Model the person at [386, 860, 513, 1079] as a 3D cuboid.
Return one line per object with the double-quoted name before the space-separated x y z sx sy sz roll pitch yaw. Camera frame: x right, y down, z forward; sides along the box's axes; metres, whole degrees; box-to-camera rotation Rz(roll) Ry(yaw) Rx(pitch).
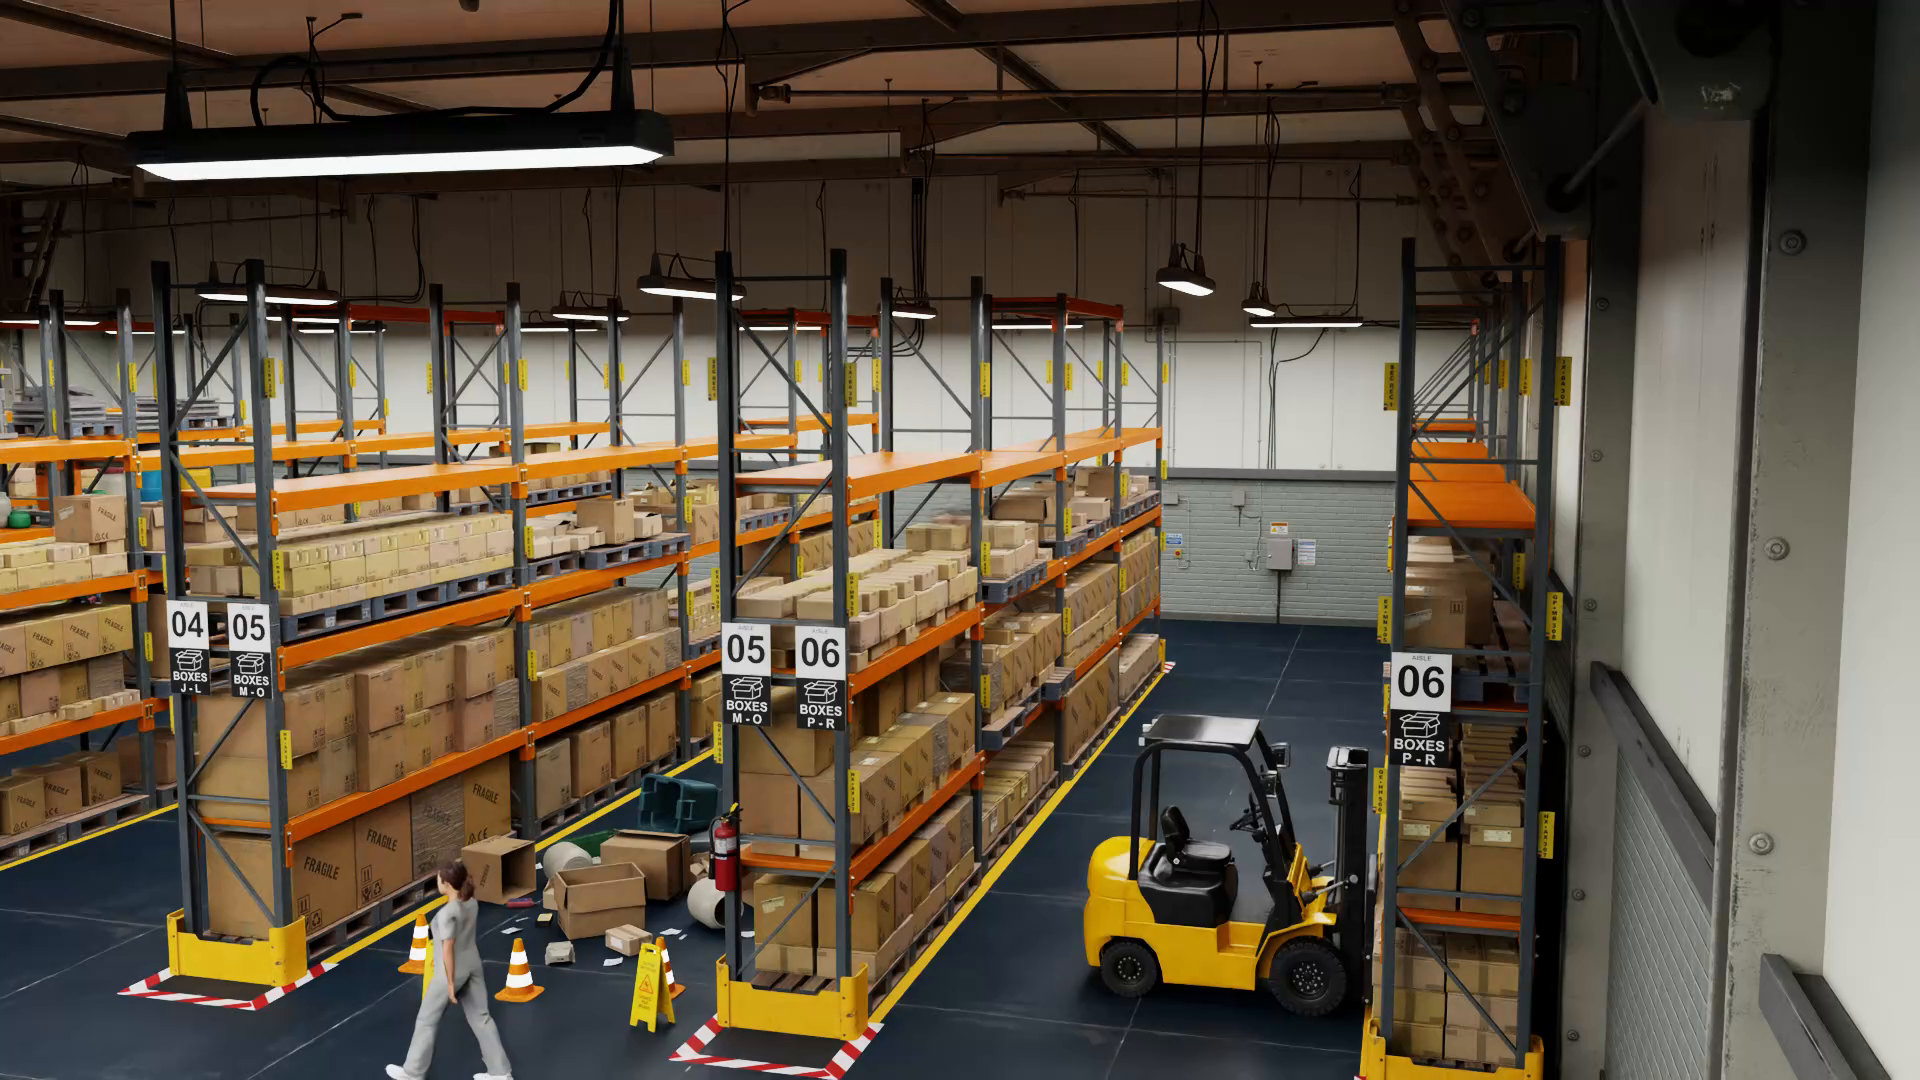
"person" -3.640 3.092 11.893 0.892 1.641 0.462 3 7 24
